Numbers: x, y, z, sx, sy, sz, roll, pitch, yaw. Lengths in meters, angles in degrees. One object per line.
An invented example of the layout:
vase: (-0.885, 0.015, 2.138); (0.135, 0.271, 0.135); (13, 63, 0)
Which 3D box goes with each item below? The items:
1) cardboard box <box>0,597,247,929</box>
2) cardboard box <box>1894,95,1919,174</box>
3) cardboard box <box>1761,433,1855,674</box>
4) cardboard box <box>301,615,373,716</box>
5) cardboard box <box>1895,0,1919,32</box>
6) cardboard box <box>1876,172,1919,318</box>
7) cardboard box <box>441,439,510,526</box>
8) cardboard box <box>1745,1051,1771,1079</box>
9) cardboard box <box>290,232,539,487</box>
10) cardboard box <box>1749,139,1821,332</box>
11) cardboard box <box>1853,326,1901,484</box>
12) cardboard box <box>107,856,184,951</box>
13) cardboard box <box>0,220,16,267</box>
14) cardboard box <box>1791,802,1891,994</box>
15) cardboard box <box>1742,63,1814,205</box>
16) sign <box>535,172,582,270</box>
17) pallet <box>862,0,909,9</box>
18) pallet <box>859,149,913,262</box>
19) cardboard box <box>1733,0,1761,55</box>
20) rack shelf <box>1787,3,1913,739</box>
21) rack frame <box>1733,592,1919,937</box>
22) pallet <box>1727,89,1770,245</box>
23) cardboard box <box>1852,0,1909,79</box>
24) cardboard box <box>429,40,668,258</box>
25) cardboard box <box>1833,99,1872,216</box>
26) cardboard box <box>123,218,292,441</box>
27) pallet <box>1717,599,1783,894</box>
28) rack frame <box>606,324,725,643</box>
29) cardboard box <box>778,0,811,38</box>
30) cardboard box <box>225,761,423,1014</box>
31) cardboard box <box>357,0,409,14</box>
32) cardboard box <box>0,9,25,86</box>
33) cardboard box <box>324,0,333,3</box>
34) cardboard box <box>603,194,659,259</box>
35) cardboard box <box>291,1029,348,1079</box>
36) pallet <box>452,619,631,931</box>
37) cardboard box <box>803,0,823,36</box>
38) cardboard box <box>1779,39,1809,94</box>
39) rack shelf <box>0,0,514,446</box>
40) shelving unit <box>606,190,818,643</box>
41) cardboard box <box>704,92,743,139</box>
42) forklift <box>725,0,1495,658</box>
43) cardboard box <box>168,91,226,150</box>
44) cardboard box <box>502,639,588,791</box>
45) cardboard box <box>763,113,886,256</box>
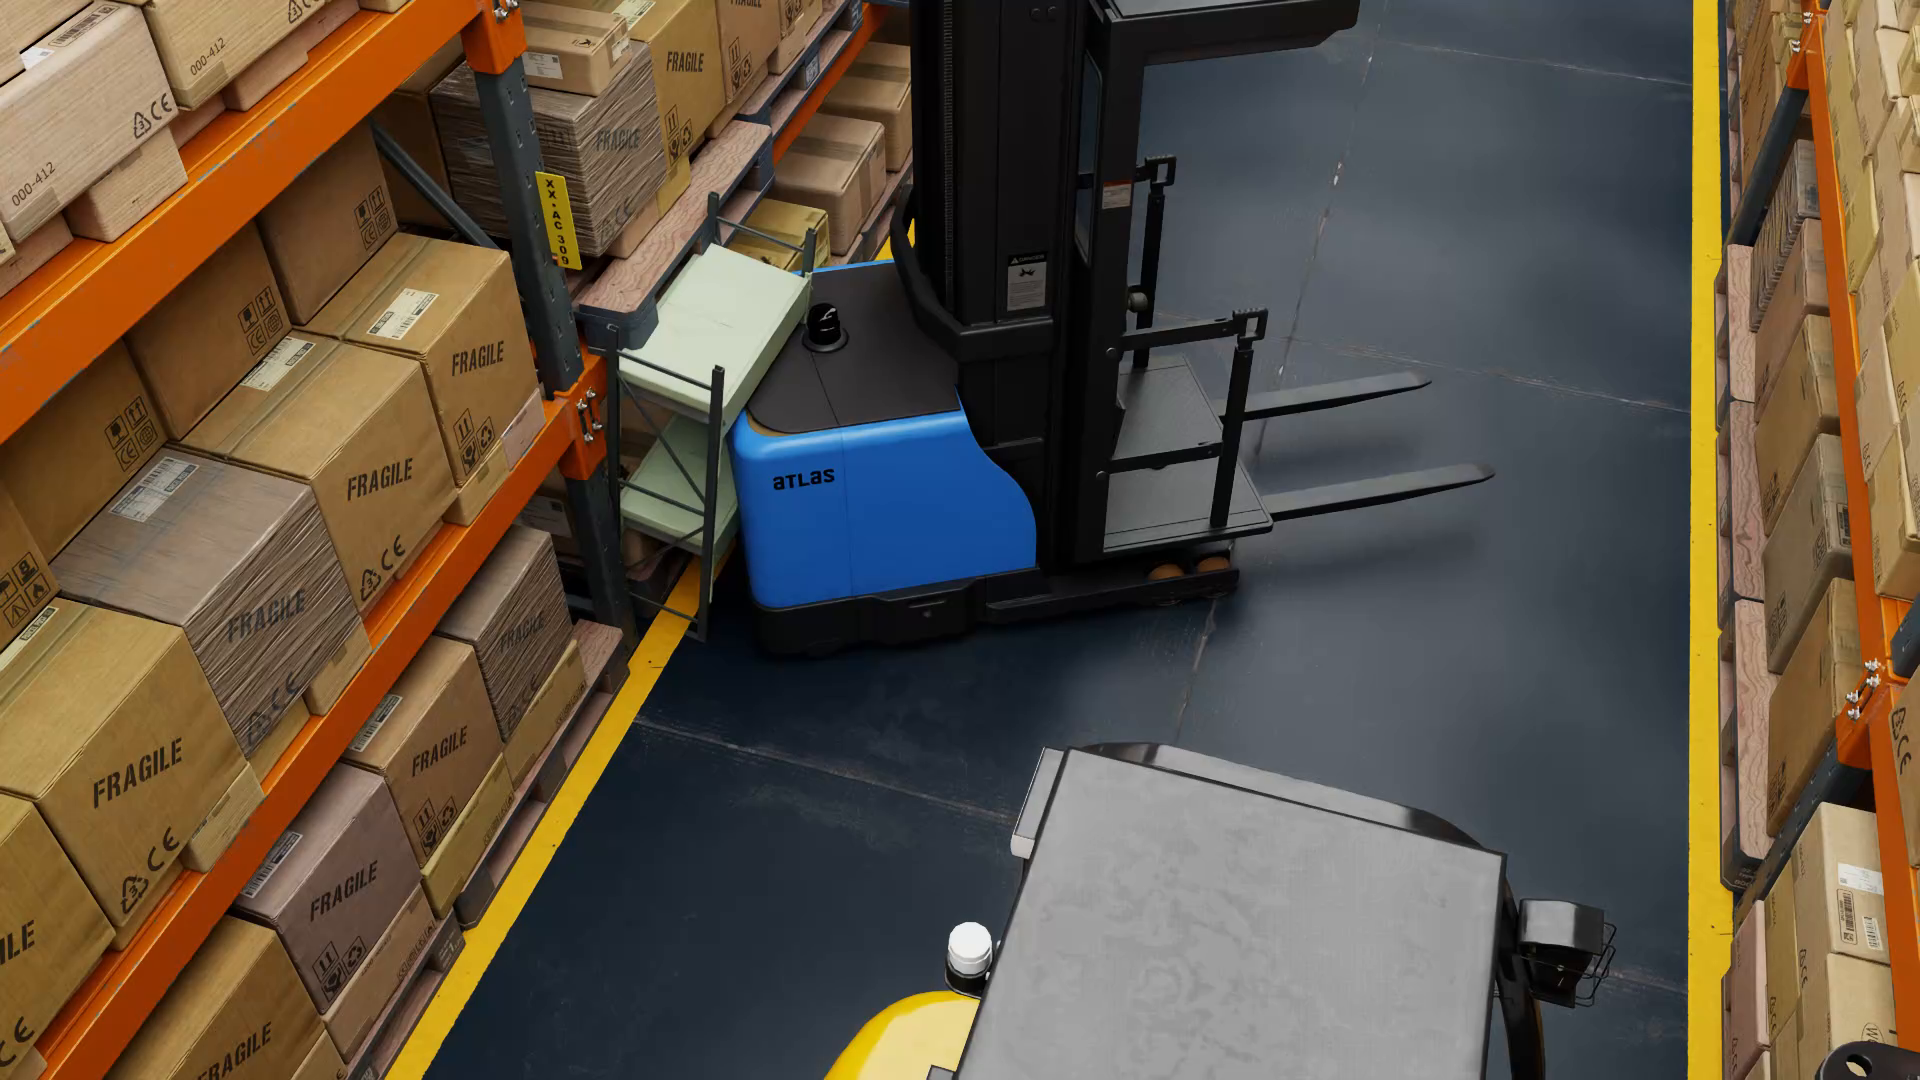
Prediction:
cardboard box: (-2.068, 0.492, 3.819); (0.500, 0.500, 0.500); (12, 46, 12)
cardboard box: (3.271, -1.294, 5.392); (0.380, 0.149, 0.250); (11, 46, 11)
cardboard box: (3.404, 0.133, 5.867); (0.875, 0.625, 0.625); (12, 46, 12)
cardboard box: (-1.829, 0.297, 4.481); (0.380, 0.149, 0.250); (12, 46, 12)
cardboard box: (3.648, -1.952, 6.065); (0.380, 0.149, 0.250); (13, 46, 13)
cardboard box: (3.228, -0.891, 5.265); (0.500, 0.250, 0.500); (13, 46, 13)
cardboard box: (-1.593, -0.213, 5.002); (0.380, 0.149, 0.250); (13, 46, 13)
cardboard box: (2.413, 1.727, 4.507); (0.500, 0.250, 0.500); (12, 46, 12)
cardboard box: (-1.615, -0.542, 4.875); (0.500, 0.500, 0.500); (11, 46, 11)
cardboard box: (4.024, -1.255, 7.285); (0.875, 0.625, 0.625); (14, 46, 14)
cardboard box: (3.064, -0.374, 5.095); (0.500, 0.250, 0.500); (12, 46, 12)
cardboard box: (-2.110, 0.796, 3.971); (0.380, 0.149, 0.250); (11, 46, 11)
cardboard box: (-2.054, -0.507, 2.873); (0.500, 0.250, 0.500); (13, 46, 13)
cardboard box: (2.569, 1.031, 4.502); (0.500, 0.250, 0.500); (12, 46, 12)
cardboard box: (4.149, -1.951, 8.086); (0.500, 0.500, 0.500); (14, 46, 14)
sign: (-1.198, -0.949, 4.956); (0.100, 0.325, 0.005); (13, 46, 13)
pallet: (-0.621, -2.849, 7.654); (1.213, 0.211, 1.003); (13, 46, 13)
pallet: (-0.744, -1.898, 8.539); (1.003, 0.211, 1.213); (13, 46, 13)
cardboard box: (4.606, -2.981, 9.139); (0.500, 0.500, 0.500); (11, 45, 11)
rack shelf: (3.620, -0.776, 5.913); (1.077, 0.370, 4.000); (13, 46, 13)
rack frame: (3.014, 0.300, 4.299); (1.000, 3.000, 0.127); (13, 46, 13)
pallet: (4.488, -1.859, 8.499); (1.003, 0.211, 1.213); (13, 46, 13)
cardboard box: (3.706, -1.914, 6.311); (0.500, 0.250, 0.500); (14, 46, 14)
cardboard box: (-1.302, -1.293, 5.342); (0.500, 0.500, 0.500); (14, 46, 14)
cardboard box: (3.552, -1.390, 6.133); (0.500, 0.250, 0.500); (11, 45, 11)
cardboard box: (-2.233, -0.665, 4.286); (0.700, 0.500, 0.500); (13, 46, 13)
pallet: (3.200, 0.797, 5.784); (1.003, 0.211, 1.213); (13, 46, 13)
rack frame: (-1.040, -0.144, 5.797); (0.400, 1.500, 0.023); (21, 51, 6)
cardboard box: (-0.843, -2.298, 6.370); (0.500, 0.500, 0.500); (11, 45, 11)
cardboard box: (-1.947, 0.947, 4.768); (0.500, 0.500, 0.500); (15, 46, 15)
cardboard box: (-1.522, -1.456, 4.128); (0.380, 0.149, 0.250); (13, 46, 13)
cardboard box: (-1.934, -0.880, 2.969); (0.380, 0.149, 0.250); (13, 46, 13)
cardboard box: (-1.595, -1.521, 3.910); (0.500, 0.250, 0.500); (12, 46, 12)
cardboard box: (-1.249, -1.111, 5.620); (0.380, 0.149, 0.250); (13, 46, 13)
cardboard box: (-2.106, 1.566, 4.671); (0.500, 0.250, 0.500); (15, 46, 15)
pallet: (-1.887, 0.703, 5.881); (1.003, 0.211, 1.213); (13, 46, 13)
cardboard box: (-0.775, -2.158, 6.690); (0.380, 0.149, 0.250); (11, 45, 11)
cardboard box: (4.134, -2.238, 7.915); (0.380, 0.149, 0.250); (10, 45, 11)
rack shelf: (-2.323, -0.231, 3.211); (1.077, 0.370, 4.000); (13, 46, 13)
shelving unit: (-0.914, -0.402, 6.025); (0.431, 1.500, 0.755); (21, 51, 6)
cardboard box: (-1.034, -1.643, 6.164); (0.380, 0.149, 0.250); (13, 46, 13)
forklift: (0.609, -1.145, 5.824); (3.031, 2.935, 1.130); (-9, 45, -9)
cardboard box: (-1.859, -0.972, 3.634); (0.380, 0.149, 0.250); (11, 45, 11)
cardboard box: (-1.640, 0.535, 5.725); (0.500, 0.250, 0.500); (14, 46, 14)
cardboard box: (-0.903, -1.758, 7.981); (0.950, 0.372, 0.625); (12, 46, 12)
